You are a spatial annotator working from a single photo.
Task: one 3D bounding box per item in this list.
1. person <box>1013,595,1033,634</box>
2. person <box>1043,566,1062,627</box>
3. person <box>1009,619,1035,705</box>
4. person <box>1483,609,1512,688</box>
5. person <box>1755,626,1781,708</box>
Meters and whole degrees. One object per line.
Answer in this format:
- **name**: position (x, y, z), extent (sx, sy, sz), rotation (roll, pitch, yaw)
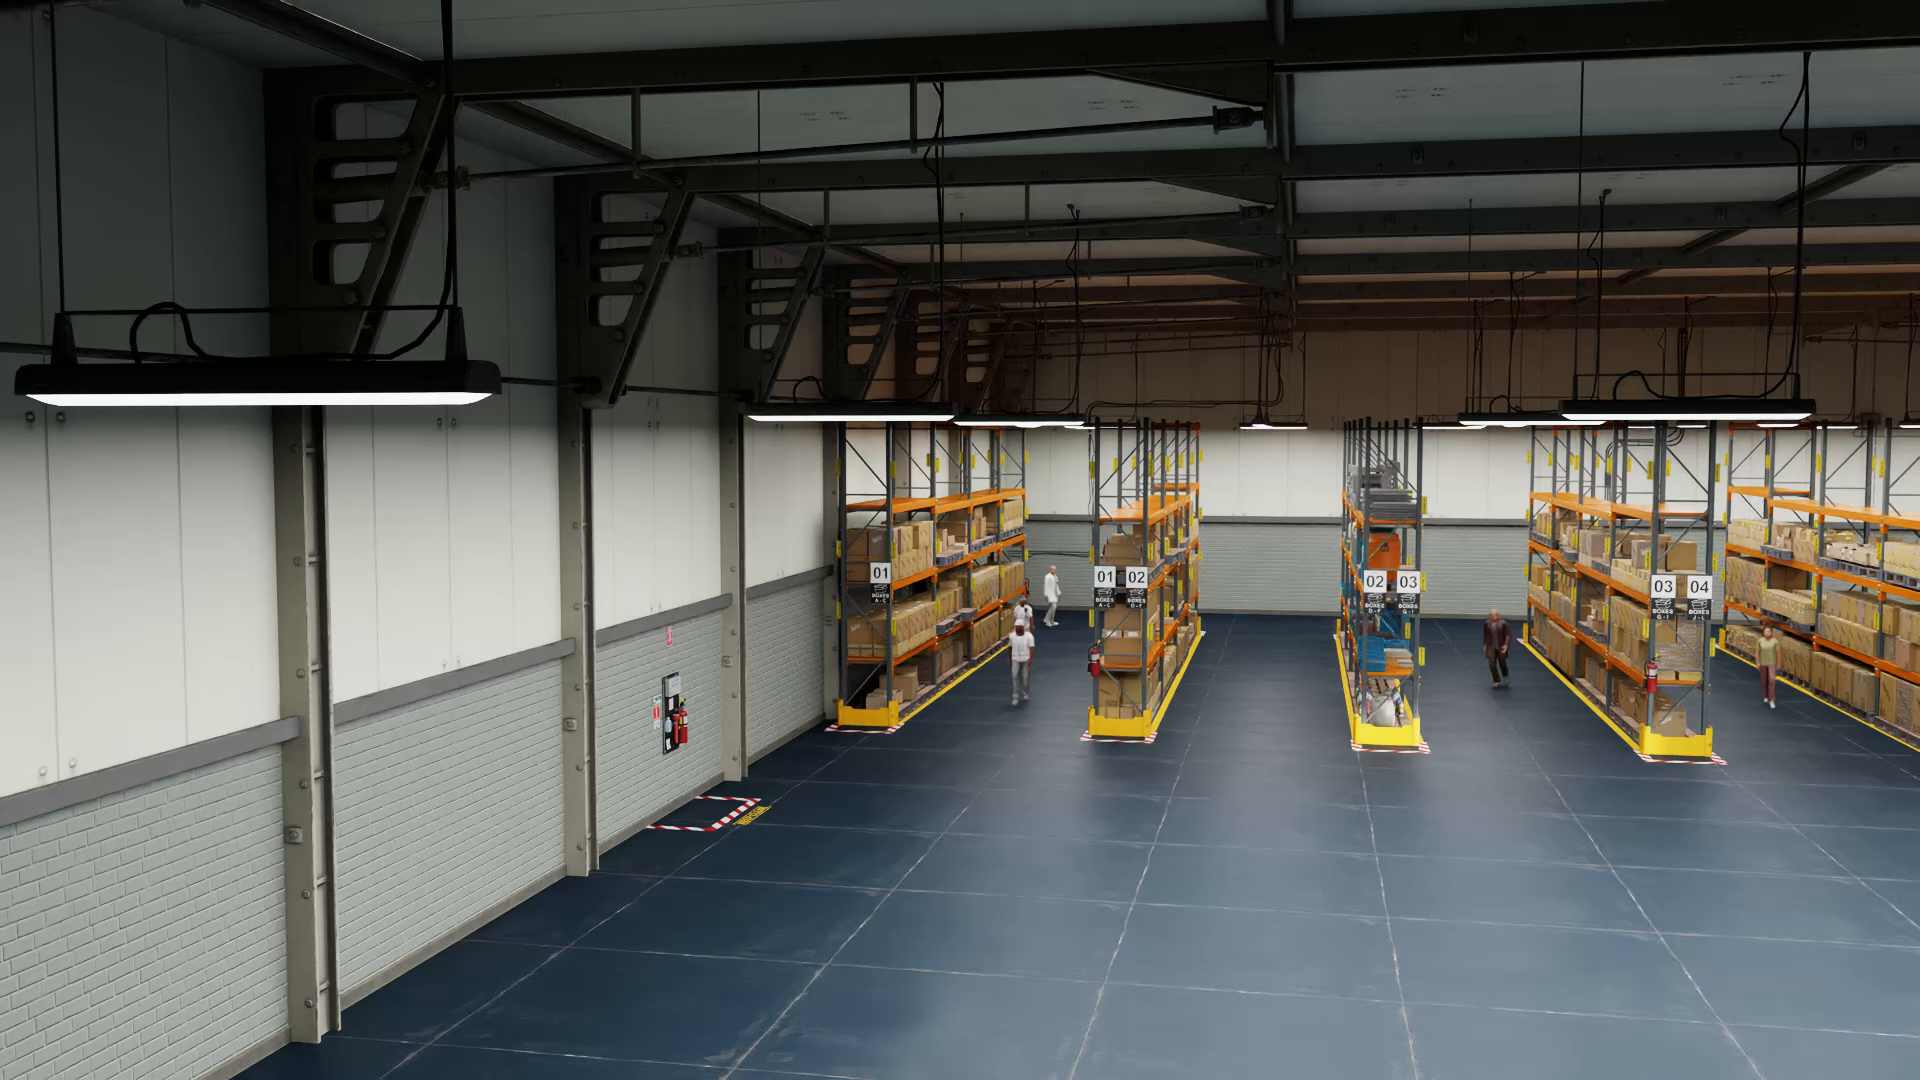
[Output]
- **person**: position (1.514, 2.095, 40.035), extent (0.507, 1.549, 0.652), rotation (1, 4, 12)
- **person**: position (2.725, 1.641, 49.011), extent (0.459, 1.770, 0.651), rotation (2, 4, 30)
- **person**: position (1.280, 2.566, 35.193), extent (0.589, 1.777, 0.814), rotation (1, 4, 15)
- **person**: position (12.134, 2.420, 37.513), extent (0.636, 1.757, 0.751), rotation (2, 4, 31)
- **person**: position (16.917, 2.631, 34.867), extent (0.467, 1.658, 0.820), rotation (3, 4, 34)
